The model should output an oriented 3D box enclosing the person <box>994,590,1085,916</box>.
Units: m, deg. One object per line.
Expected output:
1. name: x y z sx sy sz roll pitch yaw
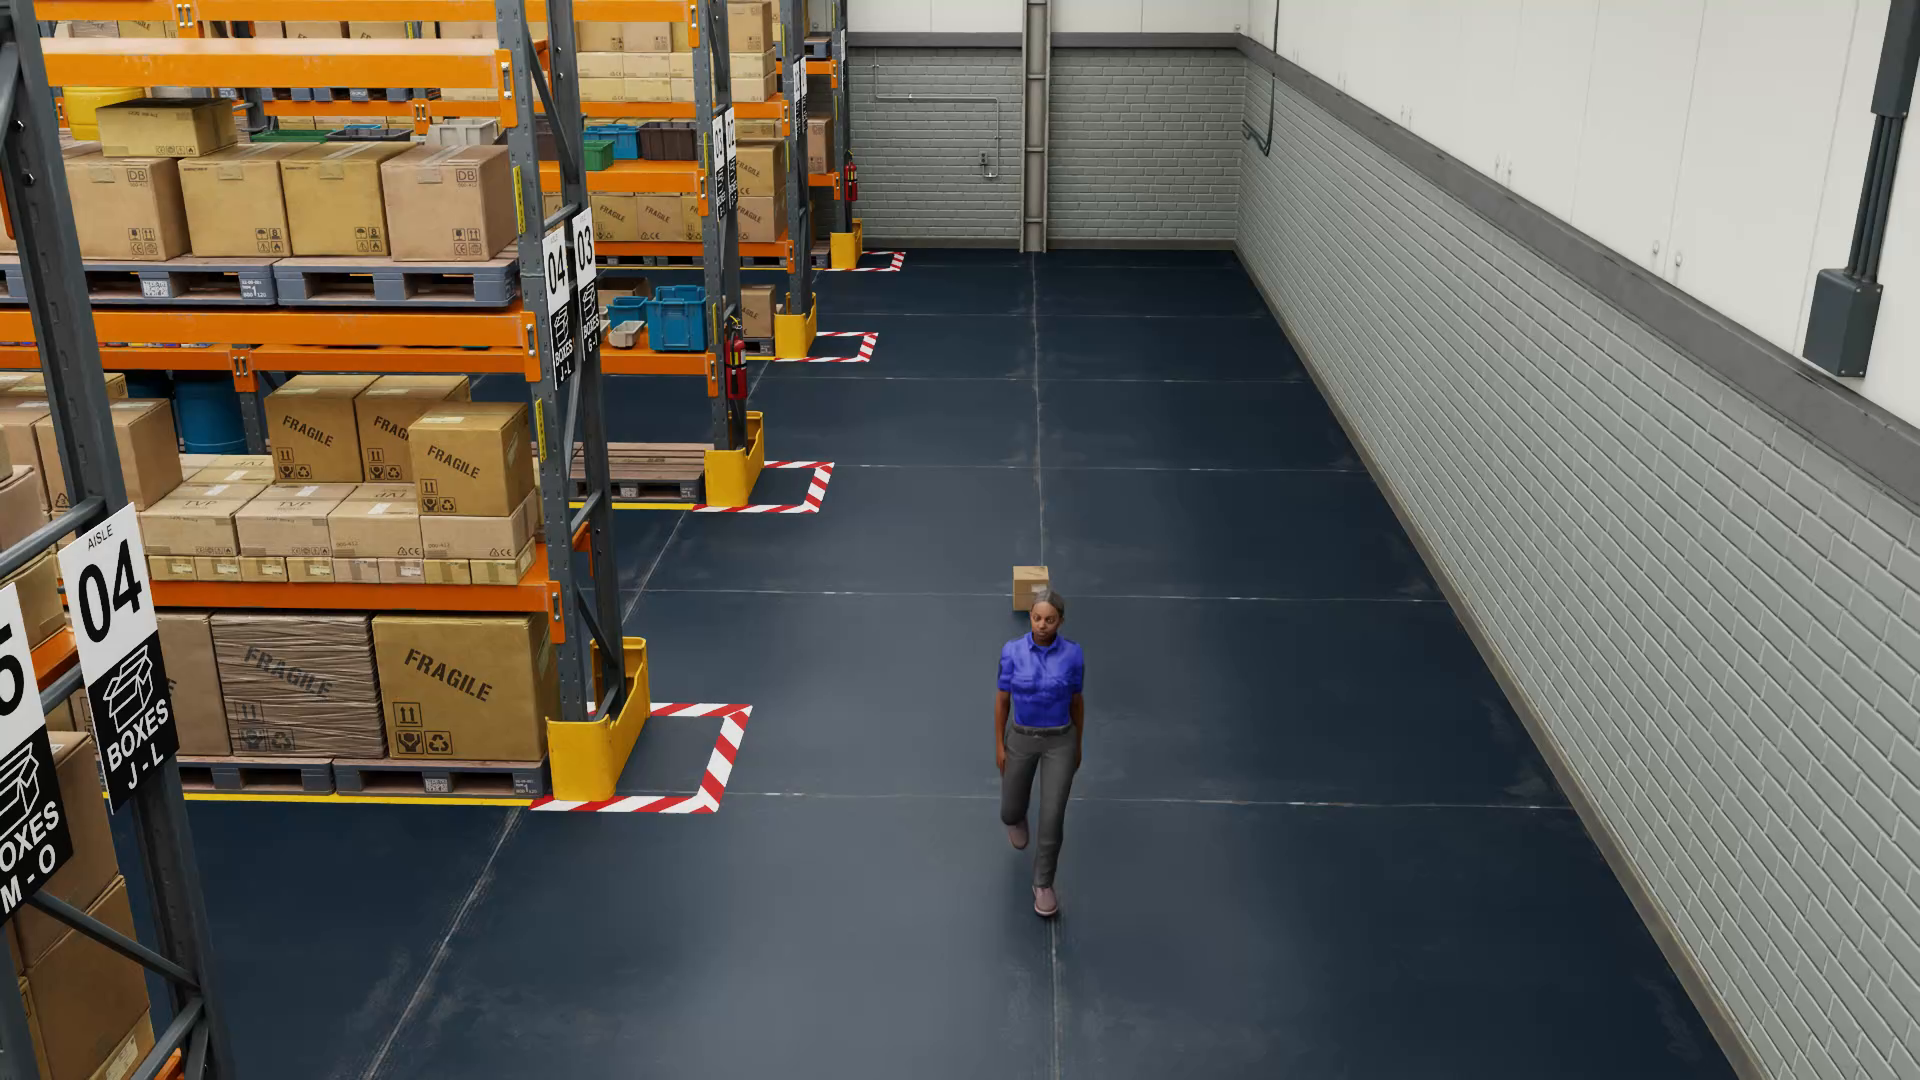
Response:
1. person: 0.400 1.013 8.412 0.450 1.628 0.723 2 21 4
